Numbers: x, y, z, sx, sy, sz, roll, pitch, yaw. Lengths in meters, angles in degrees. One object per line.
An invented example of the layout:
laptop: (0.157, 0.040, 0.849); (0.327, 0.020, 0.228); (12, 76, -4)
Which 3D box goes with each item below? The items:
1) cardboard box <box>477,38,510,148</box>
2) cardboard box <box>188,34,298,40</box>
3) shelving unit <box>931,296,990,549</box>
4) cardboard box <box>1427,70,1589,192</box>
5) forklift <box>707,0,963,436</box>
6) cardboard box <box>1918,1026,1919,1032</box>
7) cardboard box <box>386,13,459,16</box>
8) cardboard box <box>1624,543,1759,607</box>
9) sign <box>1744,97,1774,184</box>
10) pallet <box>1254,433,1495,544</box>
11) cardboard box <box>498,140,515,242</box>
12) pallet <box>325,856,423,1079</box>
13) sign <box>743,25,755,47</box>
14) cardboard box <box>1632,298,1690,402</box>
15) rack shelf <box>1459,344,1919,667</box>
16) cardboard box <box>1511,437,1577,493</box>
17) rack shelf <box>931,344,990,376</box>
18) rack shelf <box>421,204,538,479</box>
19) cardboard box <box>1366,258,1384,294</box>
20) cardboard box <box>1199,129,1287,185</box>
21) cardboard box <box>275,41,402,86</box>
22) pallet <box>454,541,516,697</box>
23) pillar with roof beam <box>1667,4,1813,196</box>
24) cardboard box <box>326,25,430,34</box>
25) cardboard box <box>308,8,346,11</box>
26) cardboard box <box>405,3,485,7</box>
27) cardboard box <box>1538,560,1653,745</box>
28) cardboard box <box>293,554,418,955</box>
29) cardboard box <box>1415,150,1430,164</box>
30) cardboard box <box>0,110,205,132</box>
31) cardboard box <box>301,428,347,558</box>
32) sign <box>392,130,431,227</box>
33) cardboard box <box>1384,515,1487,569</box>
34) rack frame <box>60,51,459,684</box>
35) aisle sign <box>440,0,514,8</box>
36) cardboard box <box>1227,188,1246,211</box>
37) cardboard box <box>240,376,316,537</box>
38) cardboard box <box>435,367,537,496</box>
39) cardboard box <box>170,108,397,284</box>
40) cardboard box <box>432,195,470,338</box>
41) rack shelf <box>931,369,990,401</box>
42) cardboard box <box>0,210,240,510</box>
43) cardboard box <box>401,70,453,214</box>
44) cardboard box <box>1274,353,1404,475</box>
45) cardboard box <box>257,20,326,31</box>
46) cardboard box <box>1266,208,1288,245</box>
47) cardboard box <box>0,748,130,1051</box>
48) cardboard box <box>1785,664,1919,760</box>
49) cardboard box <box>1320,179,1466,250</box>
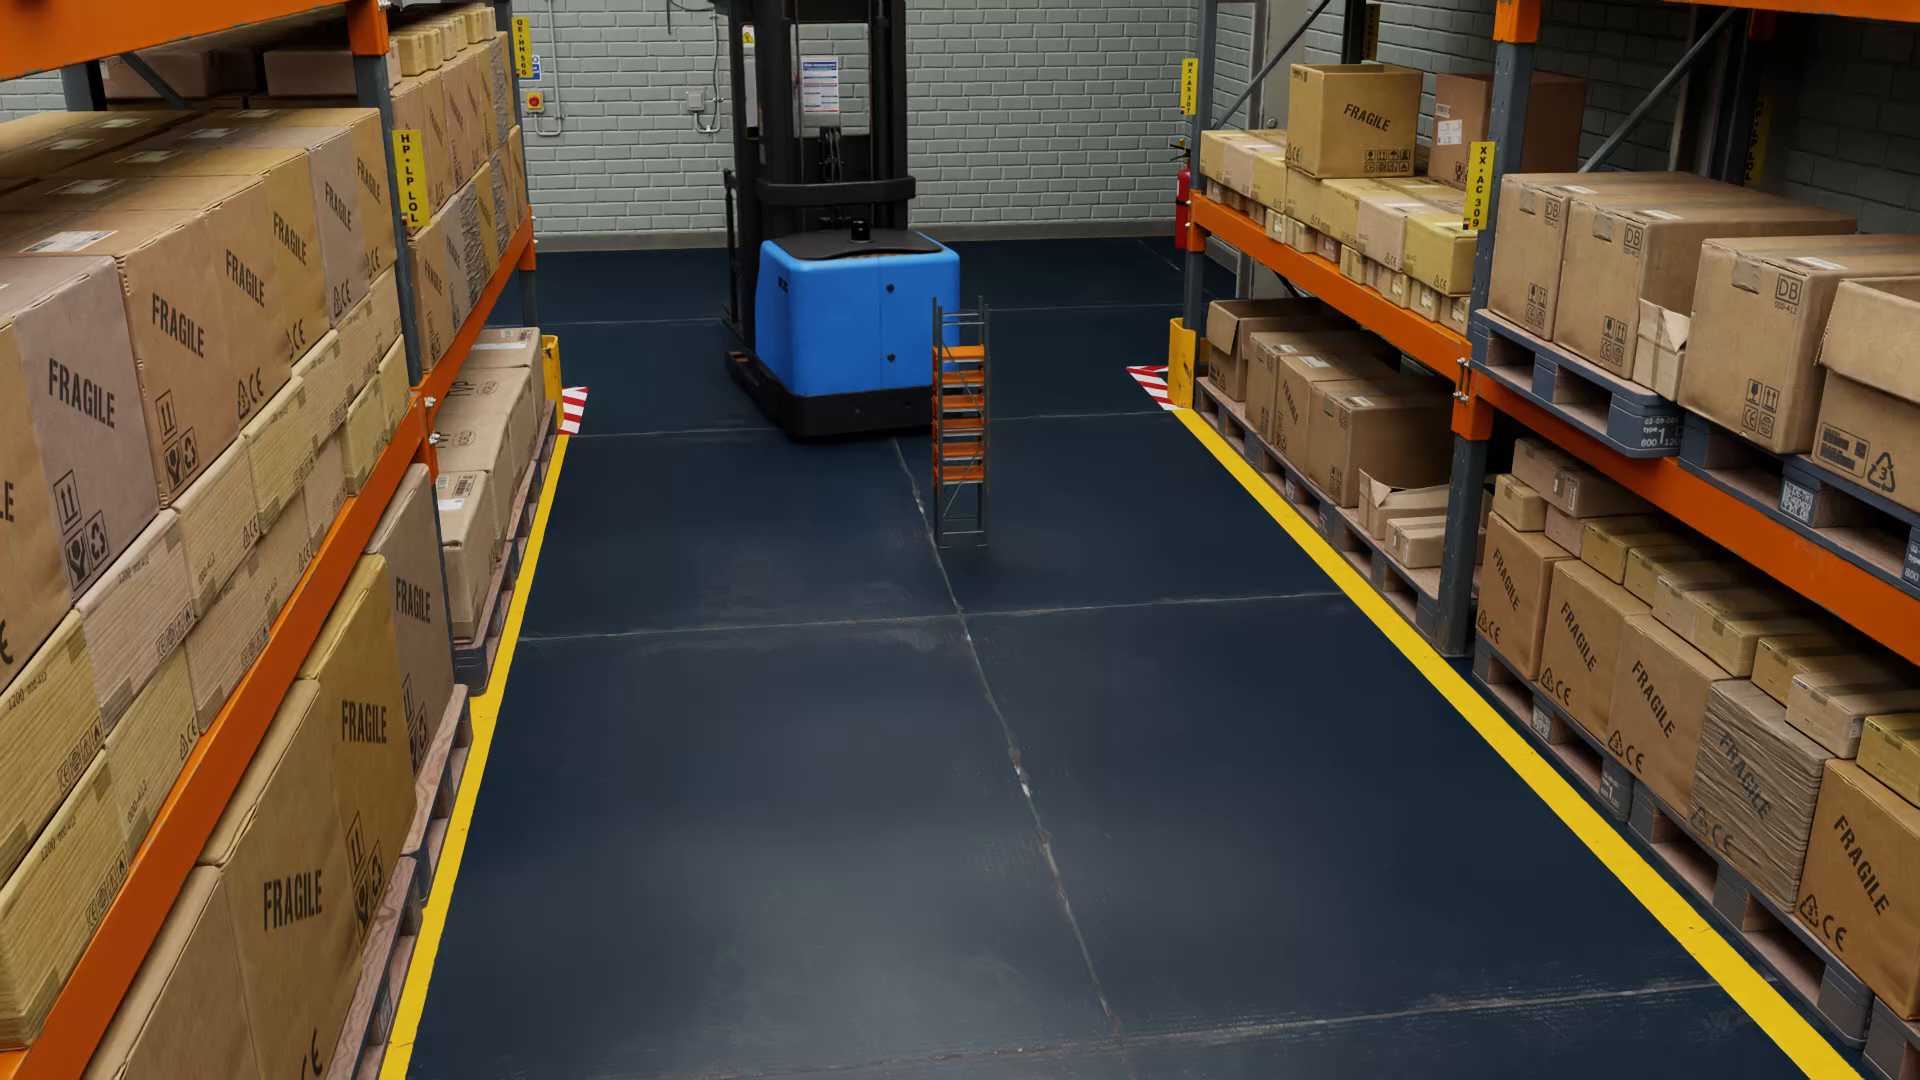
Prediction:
cardboard box: (-2.588, -2.269, 8.433); (0.500, 0.500, 0.500); (-3, 21, -8)
cardboard box: (-2.792, -1.884, 6.473); (0.380, 0.149, 0.250); (-3, 21, -8)
shelving unit: (0.002, -0.557, 7.993); (0.258, 1.200, 0.189); (-3, 21, -8)
cardboard box: (2.539, -1.905, 7.746); (0.500, 0.500, 0.500); (-3, 21, -9)
forklift: (-0.943, -2.454, 10.598); (1.130, 2.935, 3.031); (-7, 22, -18)
cardboard box: (2.731, 1.095, 3.971); (0.500, 0.500, 0.500); (-3, 21, -9)
cardboard box: (-2.604, -2.438, 7.958); (0.380, 0.149, 0.250); (-3, 21, -8)
cardboard box: (2.496, 0.127, 5.634); (0.380, 0.149, 0.250); (-3, 21, -9)
sign: (3.039, -1.527, 6.362); (0.100, 0.325, 0.005); (-3, 21, -8)
pallet: (2.213, -0.310, 8.745); (1.003, 0.211, 1.213); (-3, 21, -8)
cardboard box: (-2.609, -1.807, 8.625); (0.500, 0.500, 0.500); (-3, 21, -9)
pallet: (-2.056, 1.289, 4.462); (1.003, 0.211, 1.213); (-3, 21, -8)
sign: (-1.819, -4.551, 14.933); (0.339, 0.242, 0.001); (-3, 21, -8)
cardboard box: (2.311, -0.589, 5.097); (0.396, 0.266, 0.258); (-2, 21, -5)
rack shelf: (2.778, 0.074, 4.758); (1.077, 0.370, 4.000); (-3, 21, -8)
cardboard box: (2.338, -0.290, 6.325); (0.380, 0.149, 0.250); (-3, 21, -9)
rack shelf: (0.002, -0.853, 7.882); (0.258, 0.103, 0.180); (-3, 21, -8)
rack shelf: (-2.710, -1.059, 7.793); (1.077, 0.370, 4.000); (-3, 21, -8)
cardboard box: (2.063, -1.205, 7.515); (0.380, 0.149, 0.250); (-2, 21, -6)
cardboard box: (1.712, -2.239, 9.712); (0.500, 0.250, 0.500); (-3, 21, -7)
cardboard box: (-2.263, -1.733, 6.070); (0.380, 0.149, 0.250); (-3, 21, -7)
pallet: (-2.453, 0.336, 7.016); (1.003, 0.211, 1.213); (-3, 21, -8)
pillar with roof beam: (-0.978, -3.835, 5.623); (9.100, 9.000, 0.400); (-3, 21, -8)
cardboard box: (-2.444, -2.085, 7.012); (0.380, 0.149, 0.250); (-3, 21, -8)
cardboard box: (-3.188, -2.588, 8.359); (0.380, 0.149, 0.250); (-2, 21, -6)
cardboard box: (-2.748, -2.793, 8.909); (0.380, 0.149, 0.250); (-3, 21, -7)
cardboard box: (2.424, 0.382, 5.879); (0.500, 0.500, 0.500); (-3, 21, -8)
cardboard box: (-2.115, 0.618, 4.711); (0.875, 0.875, 0.875); (-2, 21, -6)
cardboard box: (2.382, -1.913, 8.840); (0.500, 0.250, 0.500); (-2, 21, -6)
cardboard box: (-2.642, -1.052, 5.174); (0.500, 0.500, 0.500); (-3, 21, -7)
cardboard box: (-1.981, -0.139, 4.515); (0.500, 0.250, 0.500); (-3, 21, -9)
sign: (-1.886, -1.240, 5.706); (0.100, 0.325, 0.005); (-3, 21, -8)
cardboard box: (2.119, 0.006, 7.389); (0.380, 0.149, 0.250); (-4, 21, -9)
rack frame: (-2.421, -0.704, 5.813); (1.000, 3.000, 0.127); (-3, 21, -8)
aisle sign: (-2.701, -3.347, 9.175); (0.394, 0.787, 0.004); (-3, 21, -8)
cardboard box: (1.772, -2.009, 9.667); (0.380, 0.149, 0.250); (-2, 21, -6)
cardboard box: (-1.866, -0.199, 3.962); (0.500, 0.250, 0.500); (-3, 21, -7)
cardboard box: (-2.664, -0.545, 8.450); (0.875, 0.438, 0.875); (-2, 21, -6)
cardboard box: (-2.108, -1.077, 5.240); (0.500, 0.500, 0.500); (-2, 21, -6)
cardboard box: (-2.298, -1.101, 6.733); (0.500, 0.500, 0.500); (-3, 21, -7)
rack shelf: (0.002, -0.740, 7.924); (0.258, 0.103, 0.180); (-3, 21, -8)
cardboard box: (-1.814, -0.368, 3.343); (0.500, 0.500, 0.500); (-2, 21, -6)
cardboard box: (-2.317, -1.571, 6.564); (0.500, 0.500, 0.500); (-3, 21, -8)
cardboard box: (1.970, -0.663, 8.677); (0.500, 0.500, 0.500); (-3, 21, -7)
cardboard box: (-3.039, -2.232, 7.405); (0.380, 0.149, 0.250); (-3, 21, -9)
cardboard box: (1.826, -1.646, 8.696); (0.380, 0.149, 0.250); (-4, 21, -9)
cardboard box: (-1.666, 0.569, 2.619); (0.500, 0.250, 0.500); (-3, 21, -9)
cardboard box: (2.581, 0.481, 4.686); (0.380, 0.149, 0.250); (-4, 21, -10)
cardboard box: (2.030, -1.534, 7.826); (0.500, 0.250, 0.500); (-3, 21, -8)
